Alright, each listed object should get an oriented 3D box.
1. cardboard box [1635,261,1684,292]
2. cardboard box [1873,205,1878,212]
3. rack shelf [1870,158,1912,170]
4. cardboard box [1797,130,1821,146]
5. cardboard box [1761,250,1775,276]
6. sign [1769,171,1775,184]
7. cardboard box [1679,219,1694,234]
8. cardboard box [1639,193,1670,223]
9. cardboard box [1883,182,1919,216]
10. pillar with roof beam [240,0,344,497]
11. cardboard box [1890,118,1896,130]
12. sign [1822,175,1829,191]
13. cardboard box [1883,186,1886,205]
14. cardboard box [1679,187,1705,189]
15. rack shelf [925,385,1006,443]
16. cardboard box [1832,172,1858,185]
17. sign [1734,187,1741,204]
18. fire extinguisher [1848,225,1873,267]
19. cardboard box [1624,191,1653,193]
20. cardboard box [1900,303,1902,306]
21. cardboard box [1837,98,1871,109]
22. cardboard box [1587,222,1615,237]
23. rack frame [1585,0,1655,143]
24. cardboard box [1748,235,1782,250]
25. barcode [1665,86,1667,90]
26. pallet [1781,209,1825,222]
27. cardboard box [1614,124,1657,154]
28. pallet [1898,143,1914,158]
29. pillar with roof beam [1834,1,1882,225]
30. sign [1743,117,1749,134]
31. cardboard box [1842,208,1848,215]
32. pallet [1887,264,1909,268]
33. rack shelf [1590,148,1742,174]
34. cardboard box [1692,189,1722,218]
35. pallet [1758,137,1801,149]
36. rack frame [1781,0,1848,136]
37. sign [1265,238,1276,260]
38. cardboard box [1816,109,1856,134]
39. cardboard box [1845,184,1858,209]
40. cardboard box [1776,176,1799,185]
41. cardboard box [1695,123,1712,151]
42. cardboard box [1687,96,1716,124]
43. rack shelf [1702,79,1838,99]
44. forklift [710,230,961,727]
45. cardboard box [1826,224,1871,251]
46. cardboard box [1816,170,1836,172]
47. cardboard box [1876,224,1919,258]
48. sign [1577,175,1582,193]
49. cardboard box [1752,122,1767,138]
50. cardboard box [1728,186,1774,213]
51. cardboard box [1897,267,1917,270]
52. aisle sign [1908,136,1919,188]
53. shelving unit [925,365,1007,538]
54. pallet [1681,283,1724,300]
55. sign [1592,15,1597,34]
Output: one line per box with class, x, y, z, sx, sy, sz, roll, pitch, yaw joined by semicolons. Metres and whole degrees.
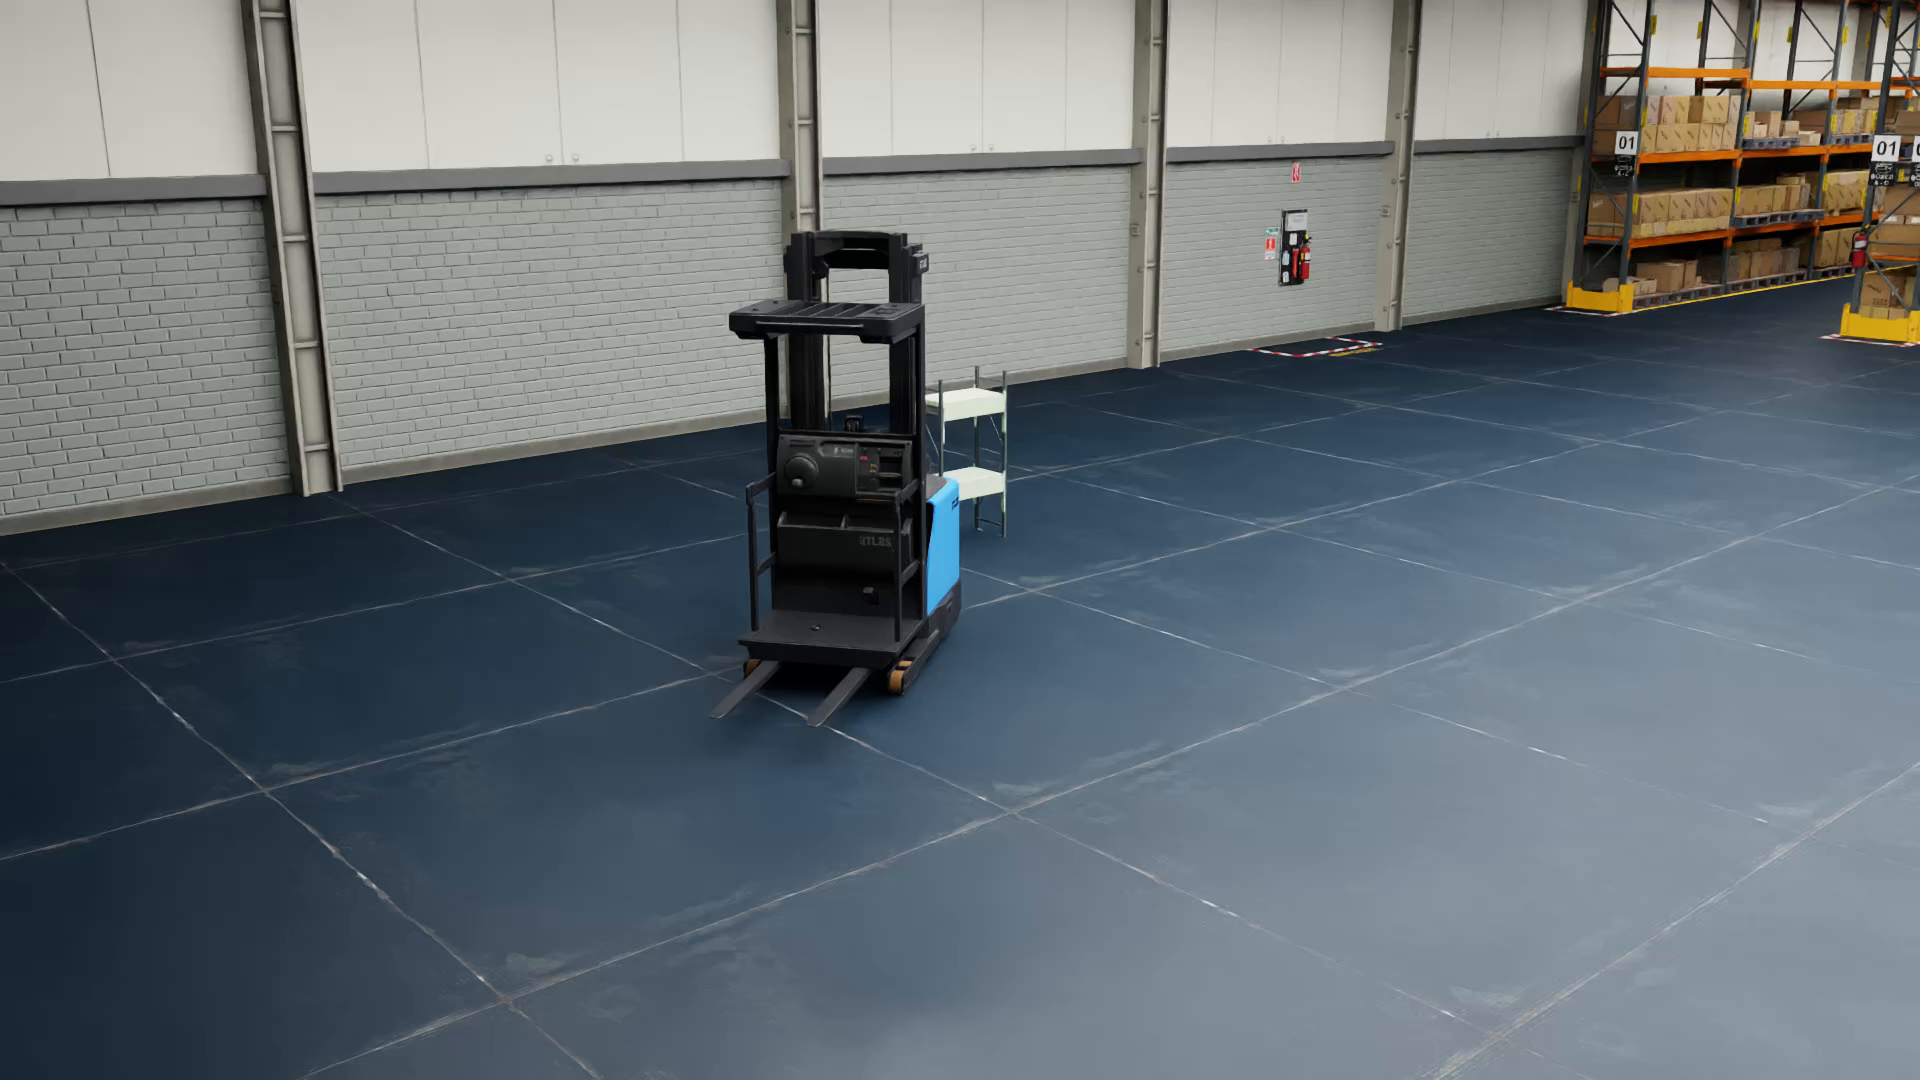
cardboard box;13.348;-5.028;31.754;0.500;0.500;0.700;-14;21;-43
cardboard box;20.173;-7.383;37.025;0.250;0.149;0.380;-13;19;-39
rack shelf;16.514;-6.189;27.691;4.000;0.370;1.077;-13;19;-39
cardboard box;17.420;-8.309;34.367;0.500;0.311;0.500;-13;19;-39
cardboard box;16.455;-5.786;34.592;0.500;0.500;0.700;-13;20;-40
sign;17.419;-7.735;35.651;0.005;0.325;0.100;-13;19;-39
cardboard box;13.480;-5.932;31.397;0.500;0.250;0.500;-12;19;-39
cardboard box;12.687;-6.116;30.634;0.500;0.500;0.500;-13;19;-39
cardboard box;15.405;-5.510;26.857;0.500;0.500;0.700;-13;19;-39
pillar with roof beam;-3.569;-3.994;12.266;0.400;9.000;9.100;-13;19;-39
cardboard box;21.497;-9.439;37.746;0.500;0.250;0.500;-13;20;-40
sign;18.149;-7.485;34.869;0.005;0.325;0.100;-13;19;-39
cardboard box;20.620;-7.820;37.405;0.500;0.500;0.500;-13;20;-40
cardboard box;14.276;-6.651;32.635;0.500;0.500;0.500;-13;20;-41
rack shelf;-0.005;-1.100;14.451;0.720;0.370;0.431;-13;19;-39
cardboard box;19.077;-7.835;36.009;0.500;0.250;0.500;-12;19;-39
sign;15.130;-6.704;32.359;0.005;0.325;0.100;-13;19;-39
fire extinguisher;14.611;-4.782;26.990;0.183;0.674;0.296;-13;19;-39
cardboard box;12.740;-6.305;31.341;0.500;0.500;0.500;-13;20;-41
cardboard box;15.585;-3.859;27.898;0.500;0.250;0.500;-13;19;-39
cardboard box;19.646;-9.598;36.558;0.500;0.250;0.500;-13;20;-41
cardboard box;11.976;-5.767;30.779;0.500;0.250;0.500;-12;19;-39
rack frame;11.750;-8.611;29.550;0.127;3.000;1.000;-13;19;-39
cardboard box;16.805;-6.219;34.757;0.500;0.250;0.500;-12;19;-38
barcode;13.437;-8.606;31.661;0.075;0.075;0.001;-13;19;-39
pallet;17.318;-6.834;34.893;1.003;0.211;1.213;-13;19;-39
cardboard box;12.167;-7.228;29.952;0.500;0.500;0.500;-12;19;-38
pallet;15.555;-6.270;26.770;1.213;0.211;1.003;-13;19;-39
pillar with roof beam;23.589;-10.093;35.098;0.400;9.000;9.100;-13;19;-39
sign;15.130;-7.985;32.017;0.005;0.325;0.100;-13;19;-39
cardboard box;19.138;-7.190;36.304;0.250;0.149;0.380;-12;19;-39
pallet;21.428;-6.512;38.720;1.213;0.211;1.003;-13;19;-39
rack shelf;13.259;-7.153;31.299;4.000;0.370;1.077;-13;19;-39
cardboard box;14.242;-6.464;31.935;0.500;0.500;0.500;-13;20;-40
pallet;16.084;-8.009;33.472;1.003;0.211;1.213;-13;19;-39
rack frame;17.785;-9.966;34.624;0.127;3.000;1.000;-13;19;-39
sign;4.810;-4.516;25.774;0.234;0.329;0.001;-13;19;-39
cardboard box;18.905;-9.063;36.007;0.500;0.500;0.700;-11;19;-37
cardboard box;19.096;-7.473;36.105;0.500;0.500;0.500;-13;20;-40
cardboard box;17.312;-7.521;34.789;0.380;0.149;0.250;12;19;38
cardboard box;13.766;-7.579;31.268;0.500;0.500;0.500;-14;20;-41
cardboard box;13.774;-8.058;31.120;0.500;0.500;0.500;-14;20;-41
rack shelf;16.277;-9.087;33.500;4.000;0.370;1.077;-13;19;-39
forklift;-0.825;-0.504;10.956;1.130;2.935;3.031;3;15;13
cardboard box;19.729;-6.623;37.085;0.750;0.750;0.750;-12;19;-38
cardboard box;19.123;-8.019;36.696;0.500;0.250;0.500;-13;20;-41
cardboard box;15.366;-4.874;26.990;0.500;0.500;0.700;-13;19;-39
sign;11.401;-6.536;30.552;0.005;0.325;0.100;-13;19;-39
cardboard box;15.697;-8.181;33.111;0.500;0.311;0.500;-12;19;-38
cardboard box;16.077;-6.942;33.879;0.500;0.500;0.700;-10;18;-32
cardboard box;16.337;-4.391;28.438;0.500;0.500;0.500;-13;19;-39
aisle sign;15.157;-5.934;26.116;0.004;0.787;0.394;-13;19;-39
shelving unit;-0.005;-0.723;14.552;0.755;1.500;0.431;-13;19;-39
pallet;14.284;-4.922;32.769;1.213;0.211;1.003;-13;19;-39
sign;11.401;-9.250;29.827;0.005;0.325;0.100;-13;19;-39
